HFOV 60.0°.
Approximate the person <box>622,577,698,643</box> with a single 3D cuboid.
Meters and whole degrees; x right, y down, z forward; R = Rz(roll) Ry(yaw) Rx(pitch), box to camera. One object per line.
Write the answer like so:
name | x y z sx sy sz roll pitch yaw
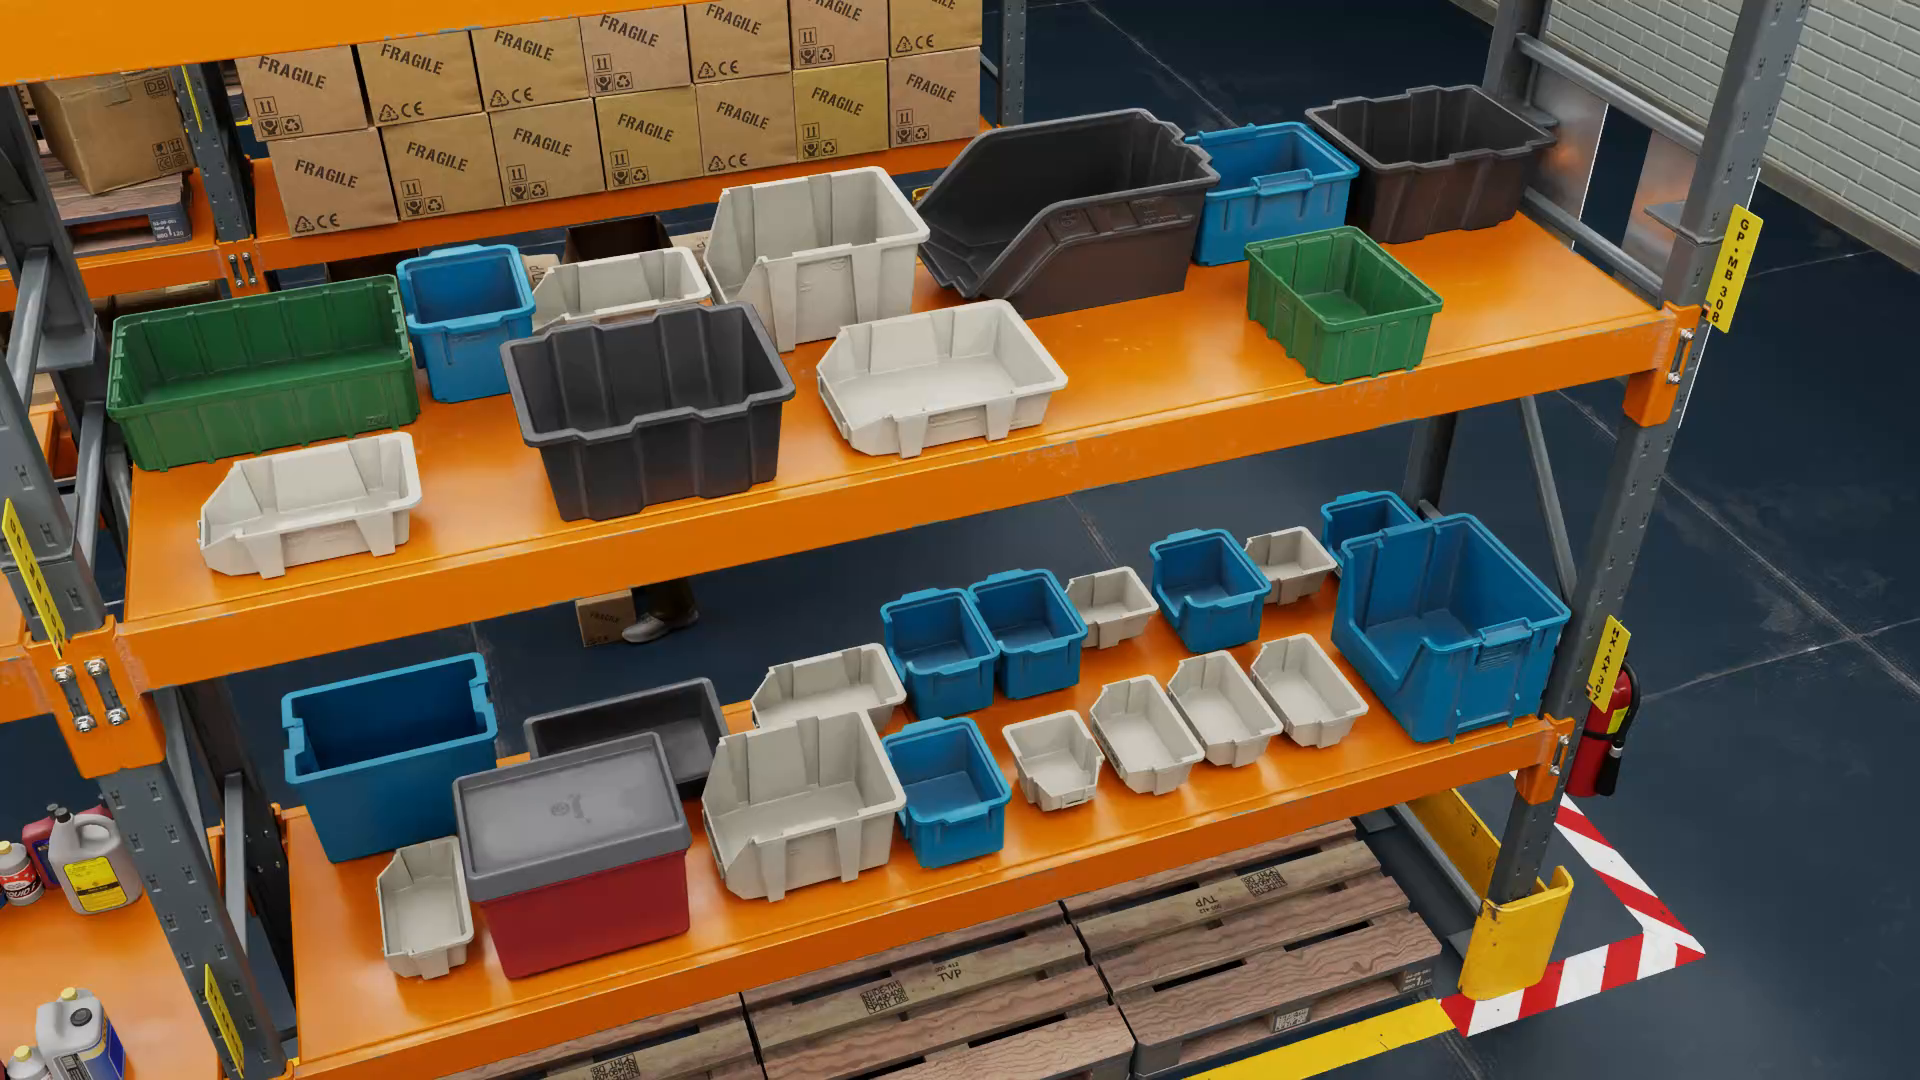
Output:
person | -1.410 -0.312 7.311 0.417 1.649 0.652 -13 39 -17
